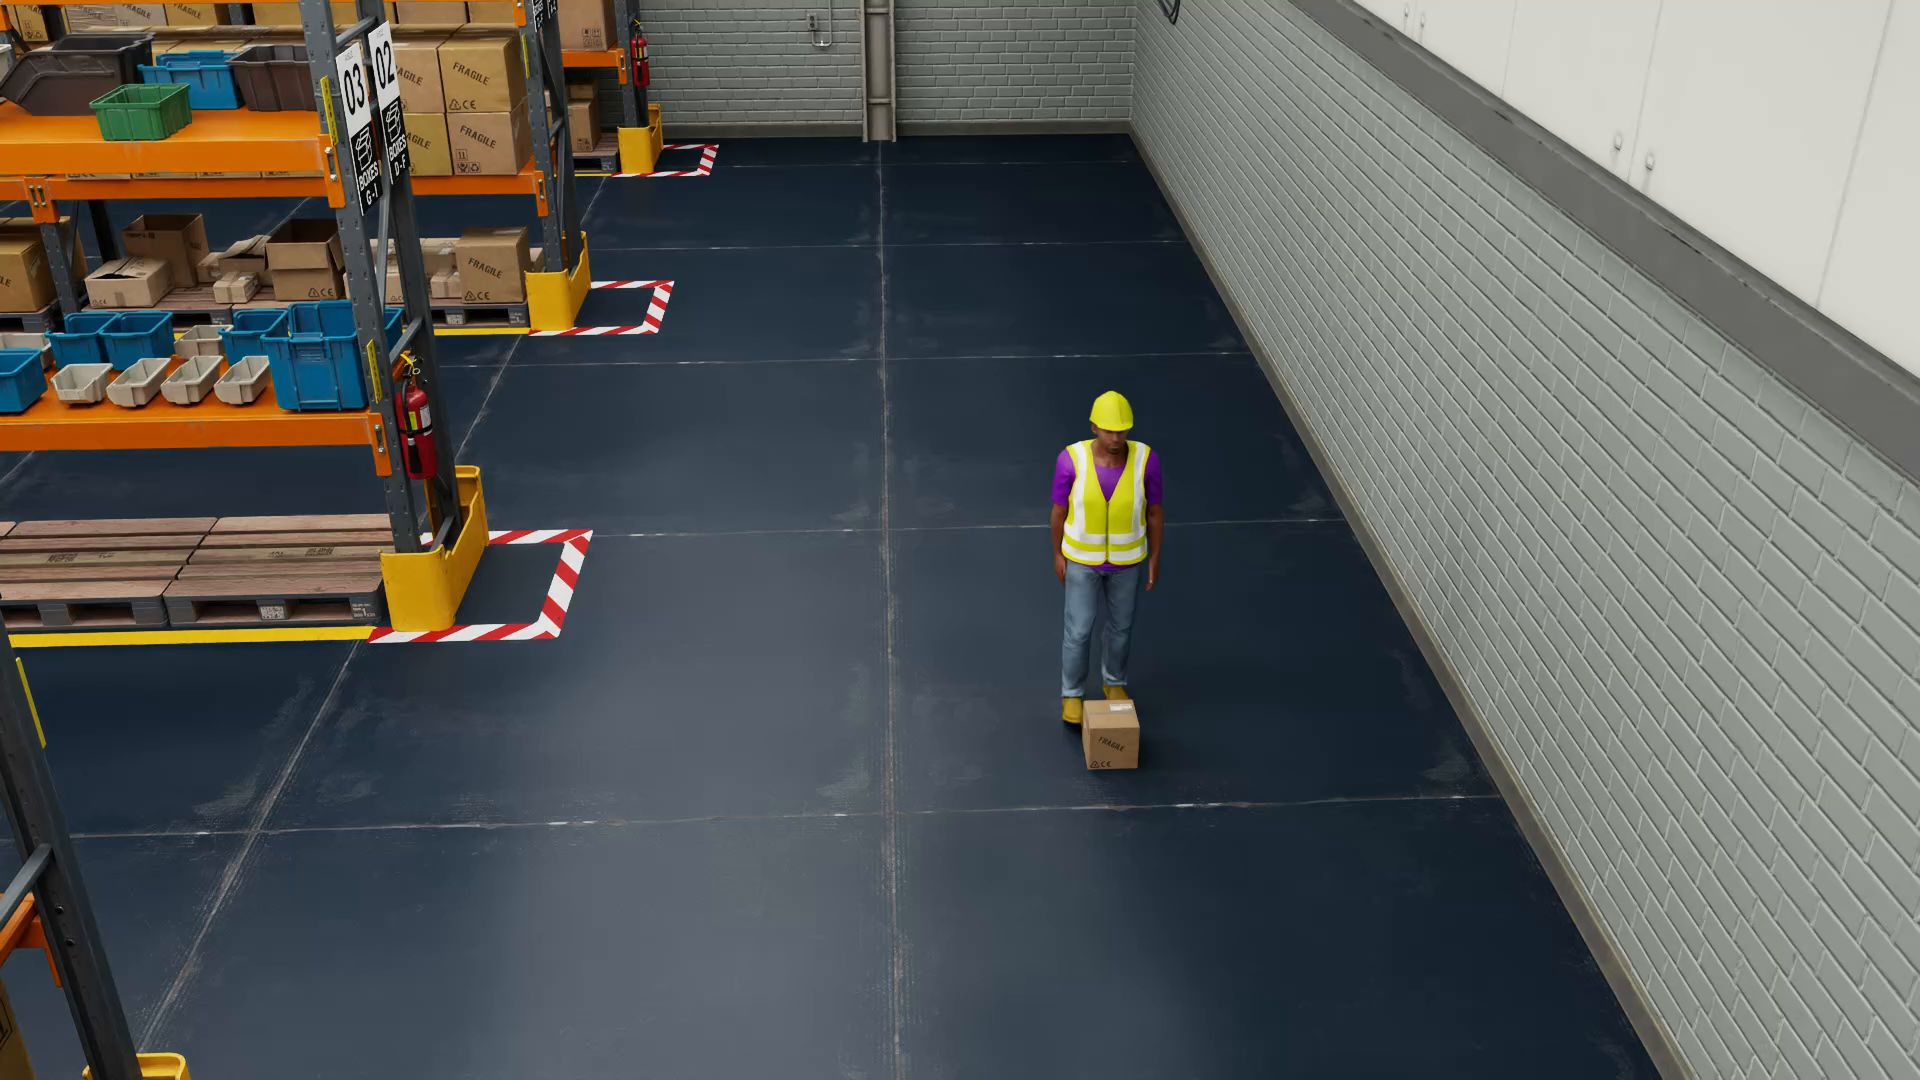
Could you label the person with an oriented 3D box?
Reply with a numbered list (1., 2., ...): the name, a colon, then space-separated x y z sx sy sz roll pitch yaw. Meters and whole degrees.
1. person: 0.743 0.108 8.393 0.566 1.769 0.448 -1 27 -1
